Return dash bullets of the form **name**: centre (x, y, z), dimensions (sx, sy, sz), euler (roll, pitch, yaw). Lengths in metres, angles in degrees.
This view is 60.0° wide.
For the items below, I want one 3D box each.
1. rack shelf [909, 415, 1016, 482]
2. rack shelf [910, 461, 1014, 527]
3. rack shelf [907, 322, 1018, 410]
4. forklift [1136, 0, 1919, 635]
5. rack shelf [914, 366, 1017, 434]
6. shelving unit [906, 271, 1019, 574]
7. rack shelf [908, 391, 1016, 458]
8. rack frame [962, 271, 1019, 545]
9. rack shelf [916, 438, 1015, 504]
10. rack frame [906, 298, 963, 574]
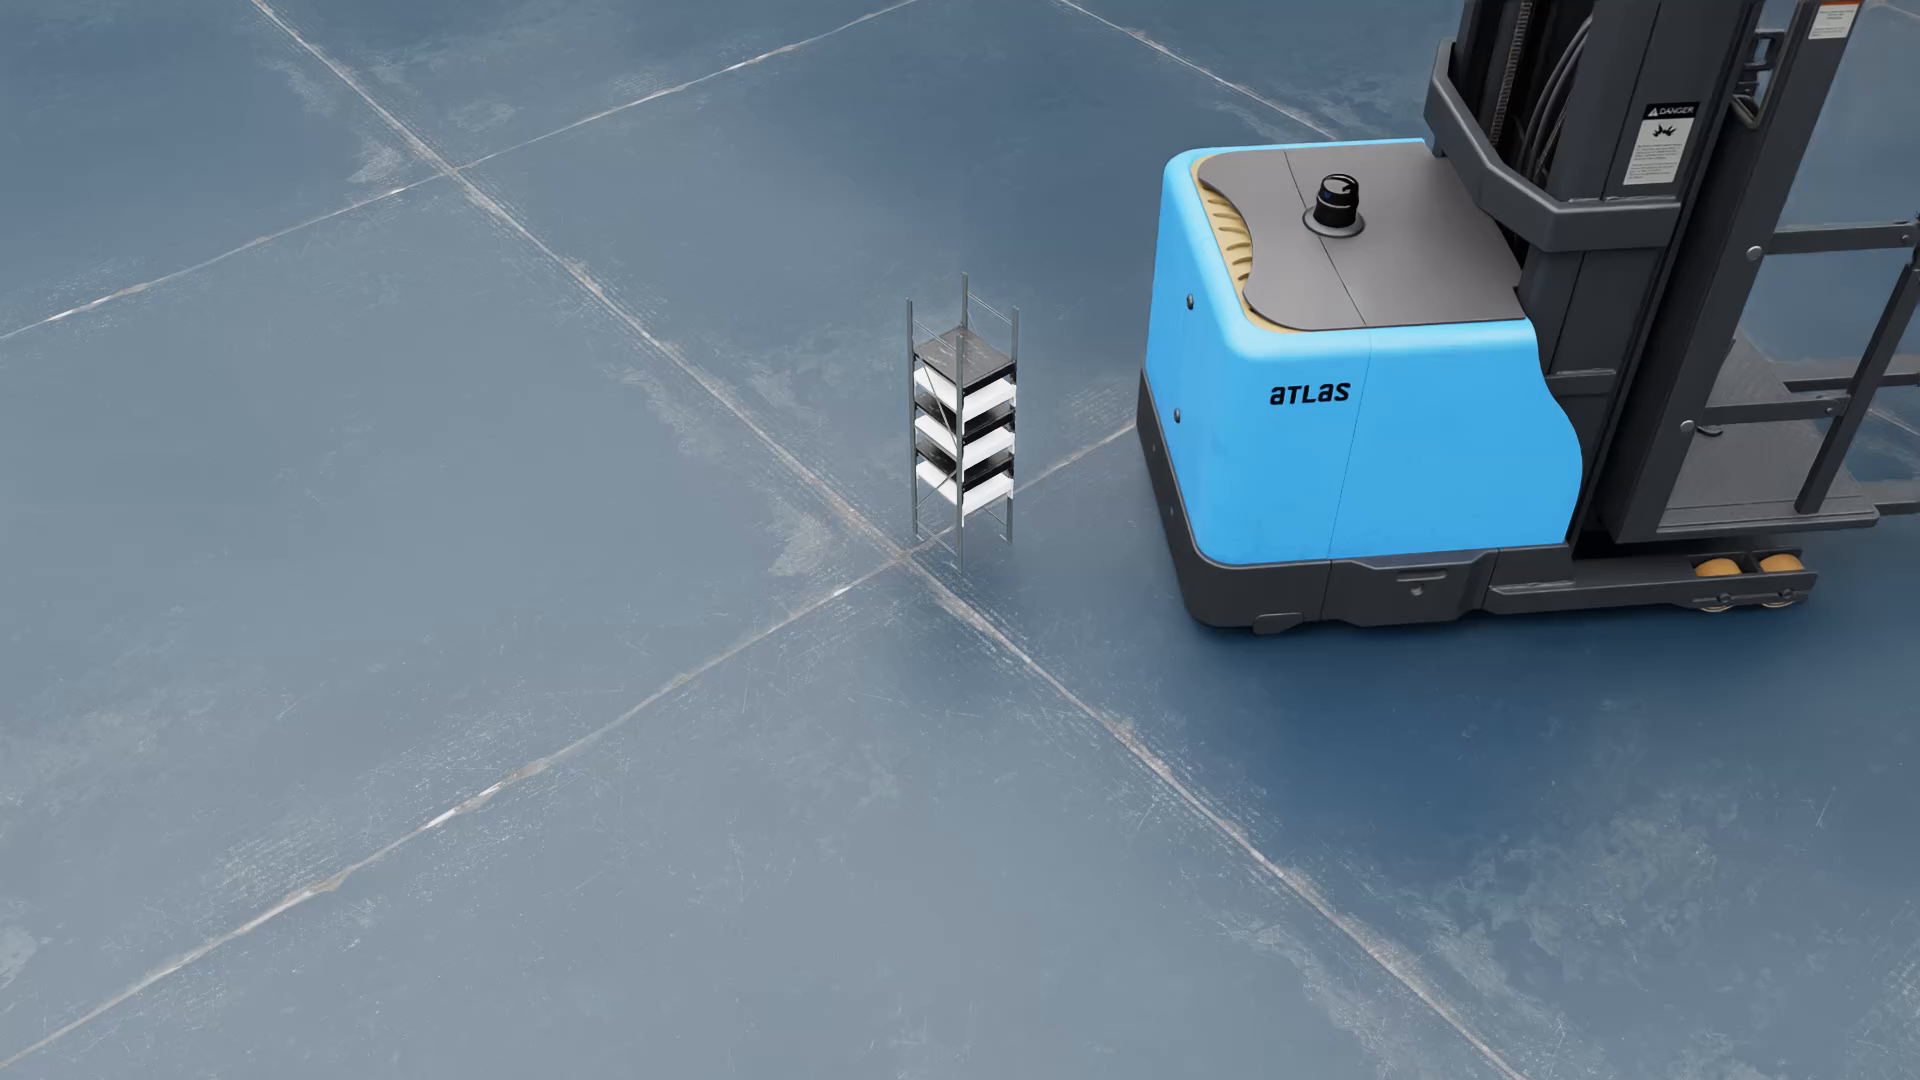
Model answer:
- **rack shelf**: centre (0.006, -0.307, 4.969), dimensions (0.200, 0.077, 0.258), euler (-30, 51, -28)
- **rack shelf**: centre (0.006, -0.176, 5.092), dimensions (0.200, 0.077, 0.258), euler (-30, 51, -28)
- **rack shelf**: centre (0.006, -0.504, 4.784), dimensions (0.200, 0.077, 0.258), euler (-30, 51, -28)
- **forklift**: centre (2.137, -1.211, 4.398), dimensions (3.031, 2.935, 1.130), euler (-4, 43, -4)
- **rack shelf**: centre (0.006, -0.438, 4.845), dimensions (0.200, 0.077, 0.258), euler (-30, 51, -28)
- **shelving unit**: centre (0.006, -0.332, 4.946), dimensions (0.210, 0.900, 0.258), euler (-30, 51, -28)
- **rack shelf**: centre (0.006, -0.373, 4.907), dimensions (0.200, 0.077, 0.258), euler (-30, 51, -28)
- **rack frame**: centre (0.084, -0.376, 4.993), dimensions (0.006, 0.900, 0.240), euler (-30, 51, -28)
- **rack shelf**: centre (0.006, -0.242, 5.030), dimensions (0.200, 0.077, 0.258), euler (-30, 51, -28)
- **rack frame**: centre (-0.072, -0.287, 4.898), dimensions (0.006, 0.900, 0.240), euler (-30, 51, -28)
